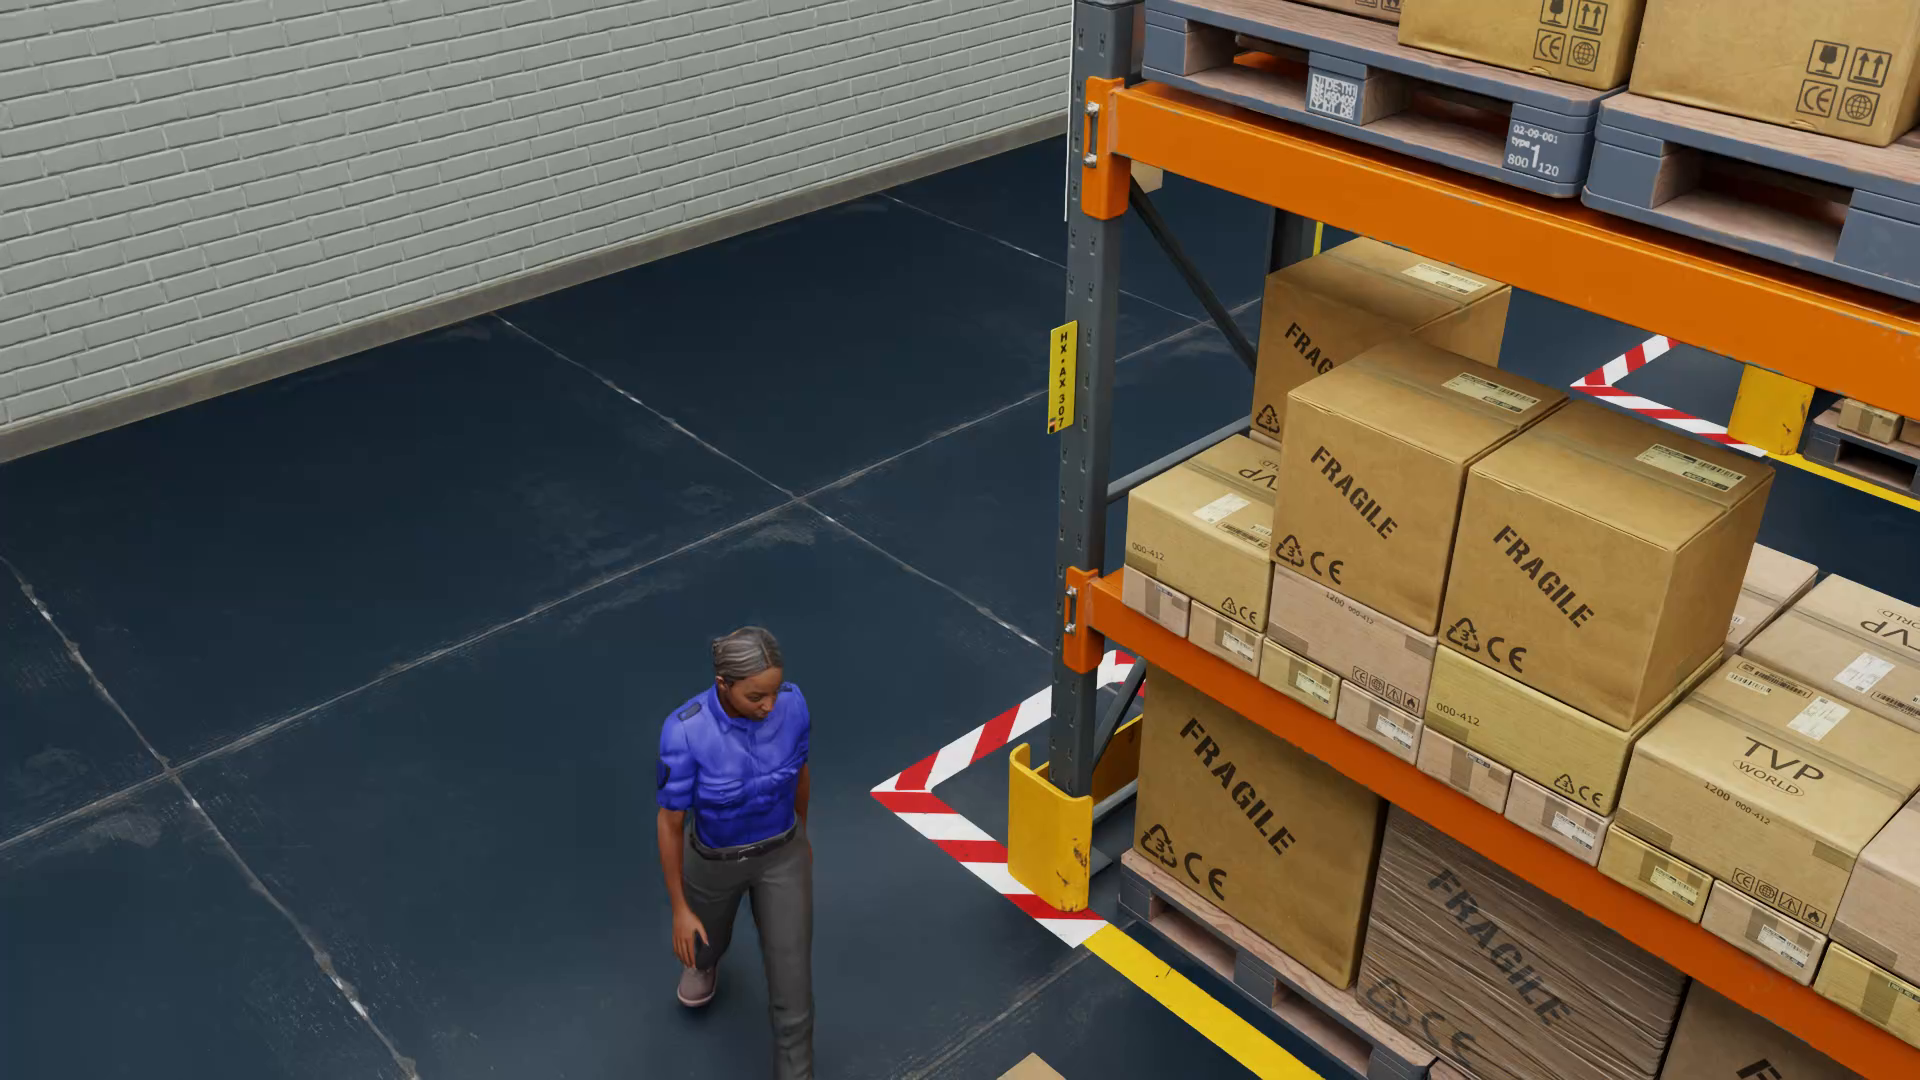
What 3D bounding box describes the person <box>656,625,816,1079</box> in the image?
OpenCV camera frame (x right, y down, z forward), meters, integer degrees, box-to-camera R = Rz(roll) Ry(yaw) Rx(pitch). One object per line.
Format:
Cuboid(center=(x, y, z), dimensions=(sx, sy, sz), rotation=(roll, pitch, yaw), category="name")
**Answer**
Cuboid(center=(-0.625, 0.899, 4.687), dimensions=(0.481, 1.617, 0.902), rotation=(-11, 34, -18), category="person")
